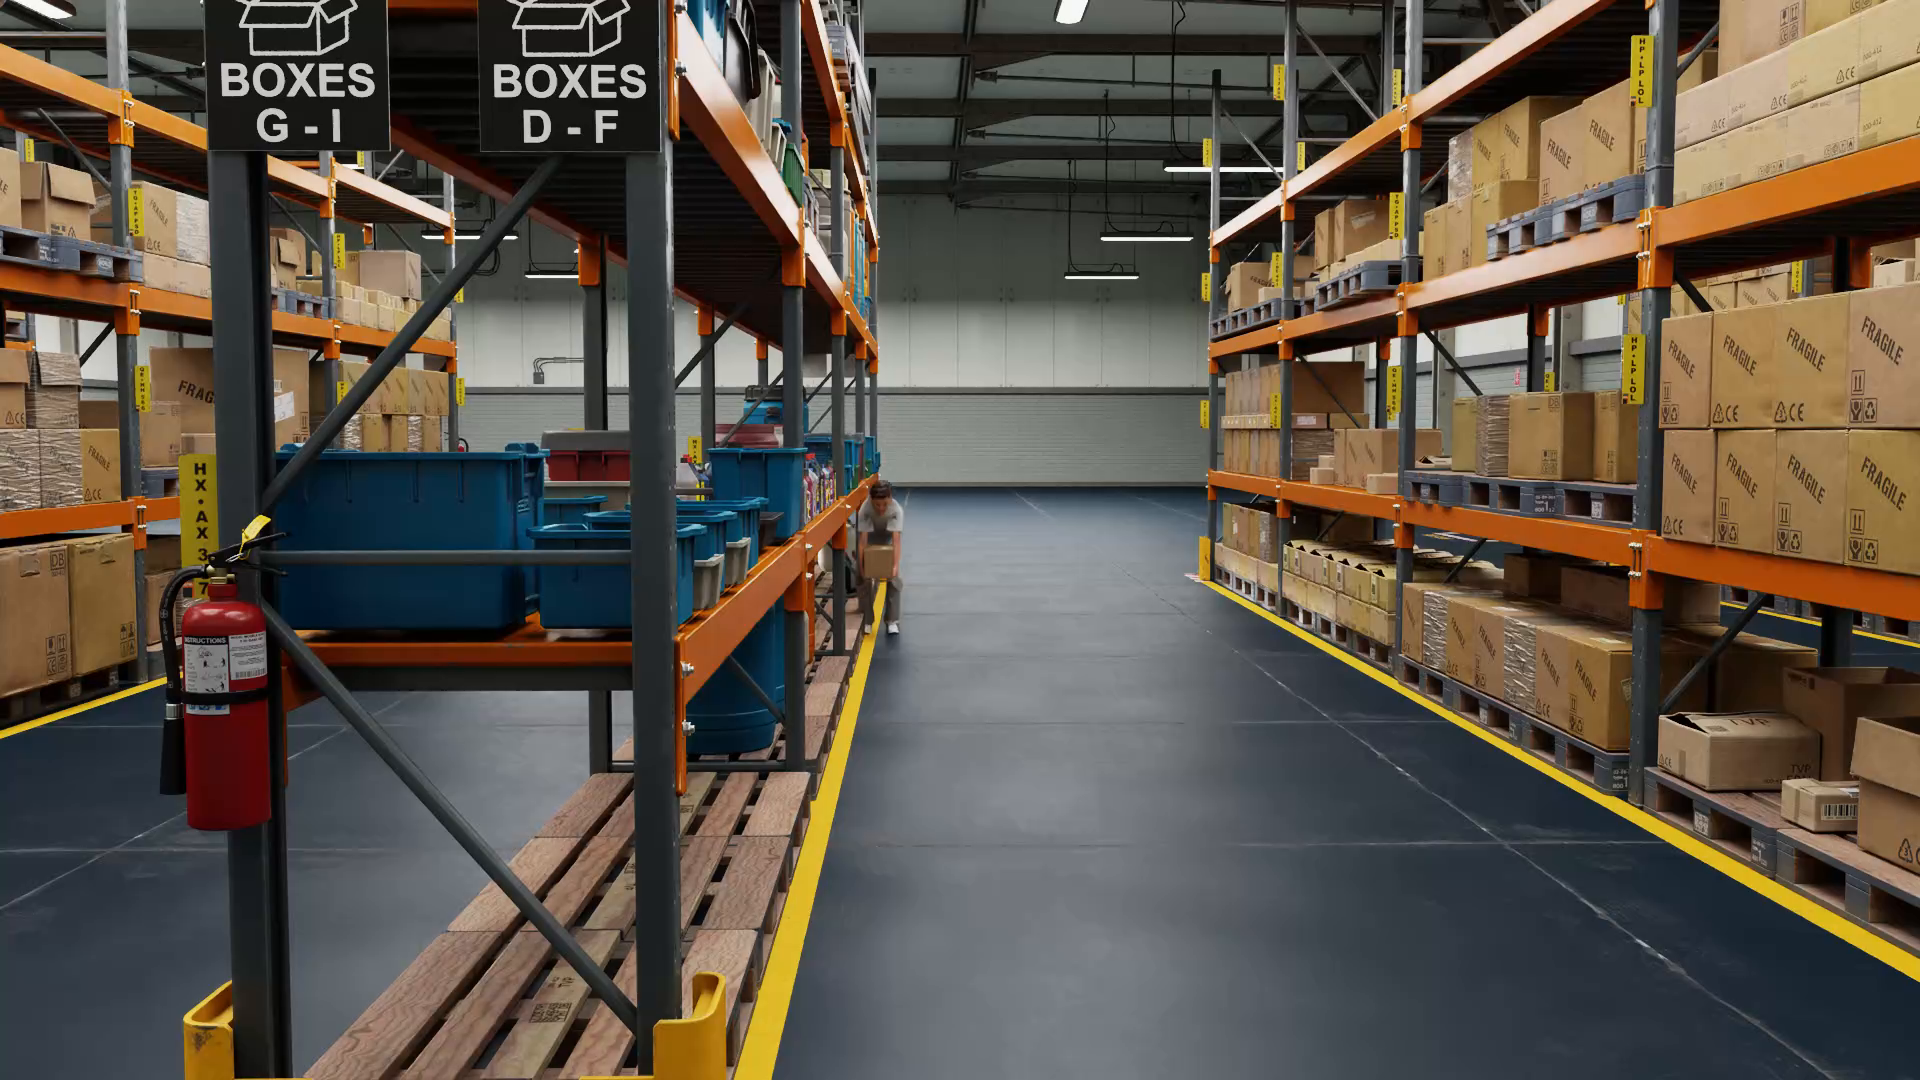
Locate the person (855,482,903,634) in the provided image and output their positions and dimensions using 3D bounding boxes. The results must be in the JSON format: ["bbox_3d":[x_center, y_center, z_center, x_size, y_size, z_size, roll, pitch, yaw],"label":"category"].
[{"bbox_3d":[-0.704,0.159,14.496,0.419,1.356,0.783,0,4,-3],"label":"person"}]
